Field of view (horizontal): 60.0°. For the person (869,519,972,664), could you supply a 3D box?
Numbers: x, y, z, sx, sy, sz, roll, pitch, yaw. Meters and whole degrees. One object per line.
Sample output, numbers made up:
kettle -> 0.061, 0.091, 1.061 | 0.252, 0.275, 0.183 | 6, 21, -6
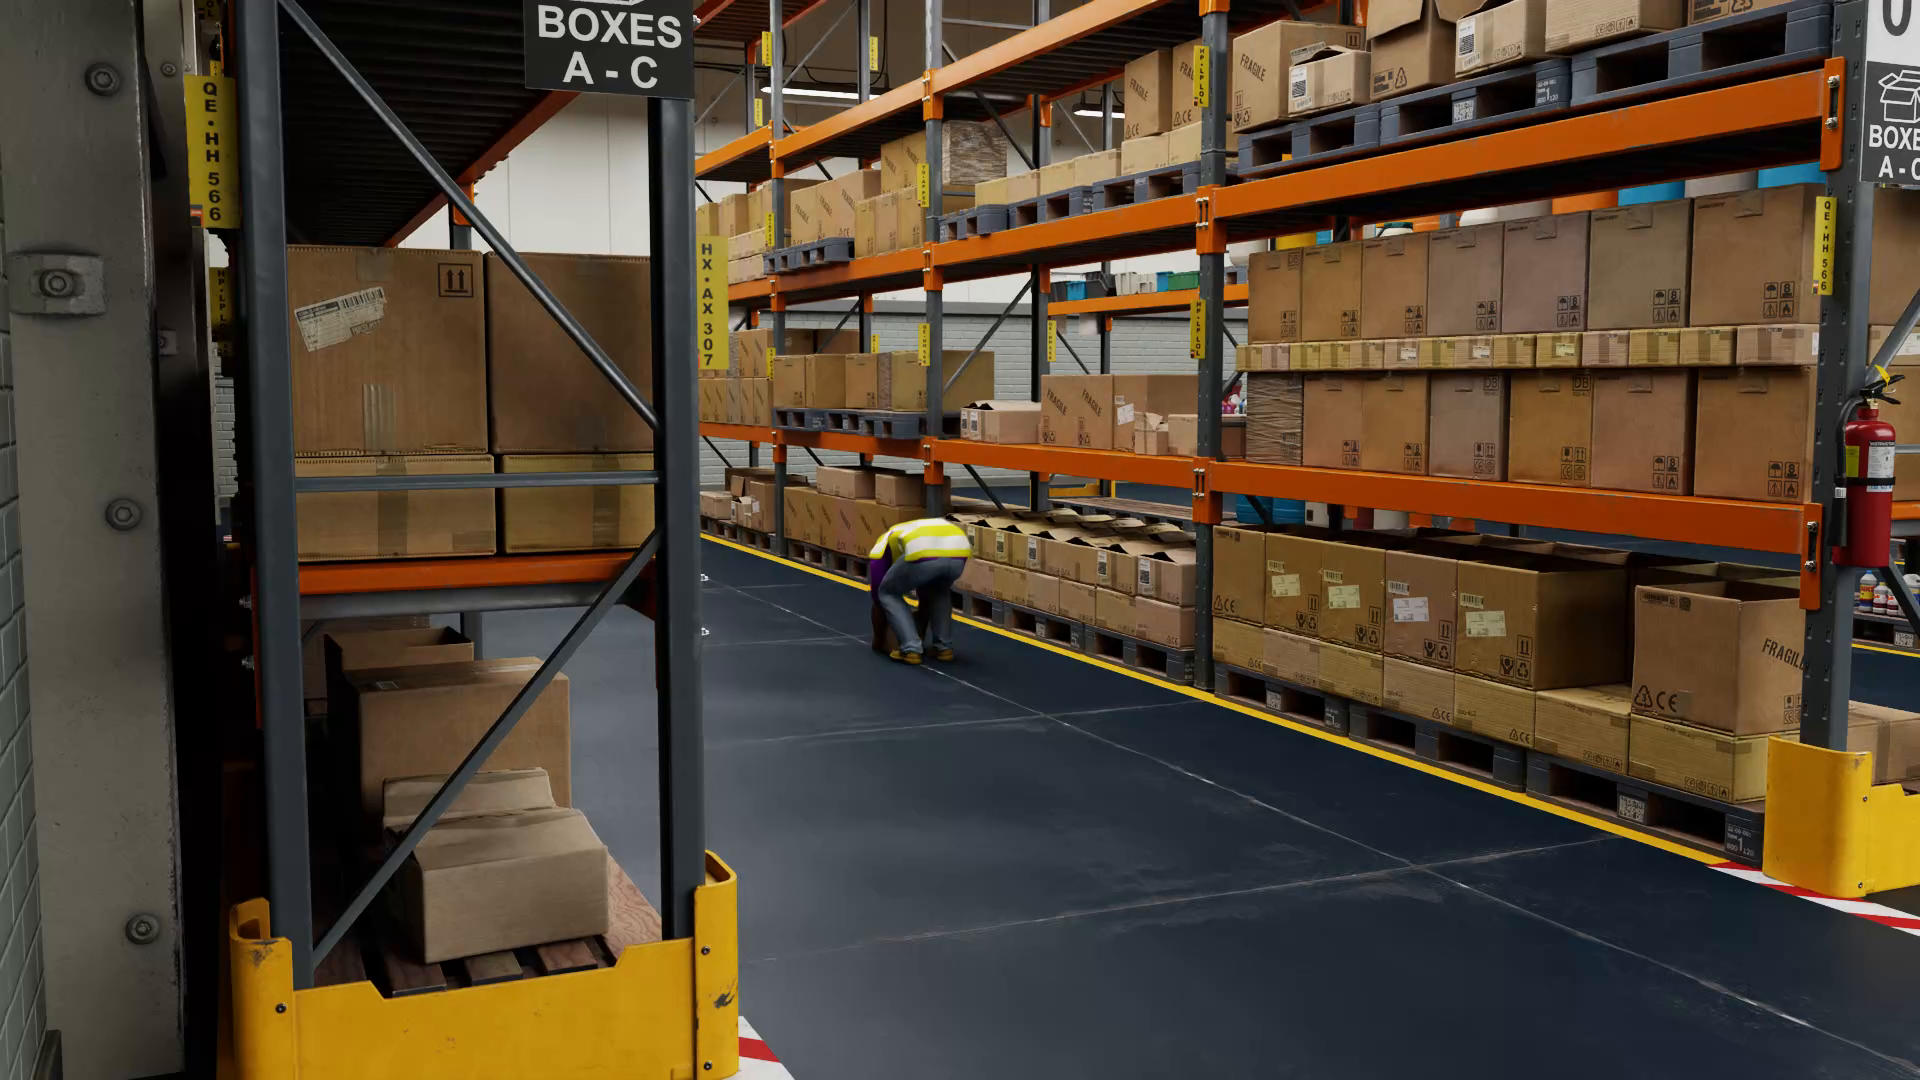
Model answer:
person -> -0.298, 0.303, 10.601 | 0.503, 0.907, 0.977 | -3, 6, -26
